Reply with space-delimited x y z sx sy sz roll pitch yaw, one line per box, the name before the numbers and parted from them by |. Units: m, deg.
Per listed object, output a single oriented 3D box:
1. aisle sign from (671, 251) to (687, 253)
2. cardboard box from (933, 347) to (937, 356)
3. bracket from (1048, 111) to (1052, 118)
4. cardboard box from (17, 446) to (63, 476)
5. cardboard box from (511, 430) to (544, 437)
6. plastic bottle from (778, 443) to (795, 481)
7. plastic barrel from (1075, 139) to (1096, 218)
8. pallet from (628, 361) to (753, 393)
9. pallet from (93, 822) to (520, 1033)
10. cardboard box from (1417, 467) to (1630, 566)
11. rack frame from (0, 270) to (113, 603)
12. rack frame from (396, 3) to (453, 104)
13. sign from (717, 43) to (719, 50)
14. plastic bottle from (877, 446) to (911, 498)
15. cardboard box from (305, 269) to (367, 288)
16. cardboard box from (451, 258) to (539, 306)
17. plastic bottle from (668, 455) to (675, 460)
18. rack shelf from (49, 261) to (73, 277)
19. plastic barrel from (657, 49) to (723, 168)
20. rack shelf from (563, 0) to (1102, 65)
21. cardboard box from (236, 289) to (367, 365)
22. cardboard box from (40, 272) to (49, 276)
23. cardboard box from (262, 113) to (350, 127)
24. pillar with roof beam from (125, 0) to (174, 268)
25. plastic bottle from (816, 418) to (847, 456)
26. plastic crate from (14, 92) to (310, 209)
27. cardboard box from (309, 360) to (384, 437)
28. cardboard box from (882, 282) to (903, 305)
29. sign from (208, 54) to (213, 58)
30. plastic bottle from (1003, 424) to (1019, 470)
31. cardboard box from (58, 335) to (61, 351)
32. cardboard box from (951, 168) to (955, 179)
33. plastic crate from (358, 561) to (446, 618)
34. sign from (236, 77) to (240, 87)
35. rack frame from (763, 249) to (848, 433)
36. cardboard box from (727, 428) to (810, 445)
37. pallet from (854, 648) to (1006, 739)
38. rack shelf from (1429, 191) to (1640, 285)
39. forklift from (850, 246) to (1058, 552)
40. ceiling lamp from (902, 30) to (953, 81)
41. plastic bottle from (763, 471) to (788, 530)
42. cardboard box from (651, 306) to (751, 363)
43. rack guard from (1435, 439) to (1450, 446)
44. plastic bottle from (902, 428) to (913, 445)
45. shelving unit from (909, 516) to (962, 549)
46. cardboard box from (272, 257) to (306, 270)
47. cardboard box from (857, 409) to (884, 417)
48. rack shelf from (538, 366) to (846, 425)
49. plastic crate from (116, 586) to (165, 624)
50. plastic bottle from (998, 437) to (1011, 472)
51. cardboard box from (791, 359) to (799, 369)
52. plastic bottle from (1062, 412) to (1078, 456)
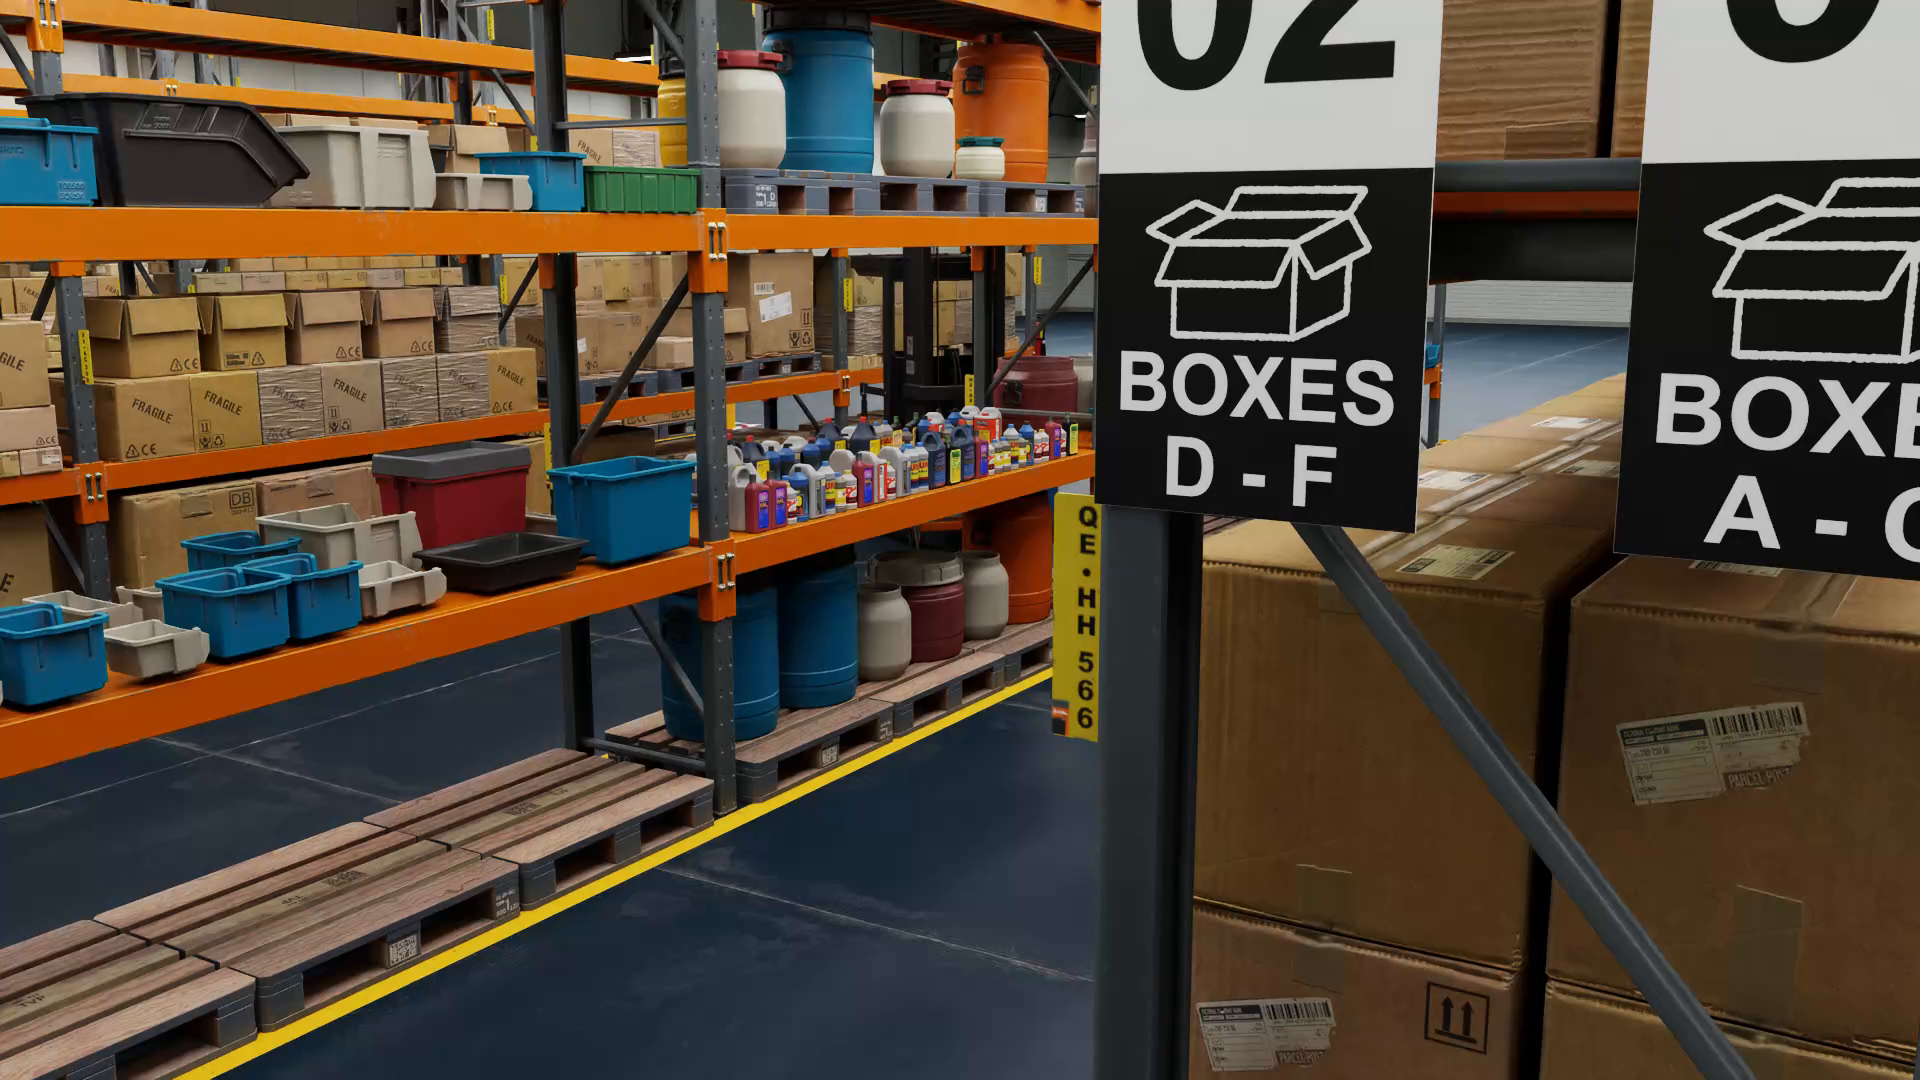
aisle sign | -3.934 -4.387 23.087 0.394 0.787 0.004 6 12 31
cardboard box | -0.468 -2.069 18.454 0.380 0.149 0.250 6 12 31
bracket | 2.721 -13.444 52.446 0.235 0.232 0.430 6 12 31
cardboard box | -5.636 -0.490 10.016 0.380 0.149 0.250 6 12 31
cardboard box | -5.405 -1.695 20.402 0.875 0.875 0.875 7 12 32
plastic bottle | -0.959 -0.398 9.192 0.097 0.271 0.097 0 11 0
plastic barrel | 0.975 -2.397 11.067 0.421 0.512 0.421 0 11 0
pallet | -2.688 -1.543 15.478 1.003 0.211 1.213 6 12 31
pallet | -2.506 1.463 6.479 1.003 0.211 1.213 6 12 31
cardboard box | 0.888 0.167 2.835 0.500 0.500 0.500 7 13 32
rack frame | -5.758 -0.693 10.416 1.000 3.000 0.127 6 12 31
rack frame | -7.997 -6.475 25.002 1.000 3.000 0.127 6 12 31
sign | -3.258 -6.462 22.179 0.100 0.325 0.005 6 12 31
plastic bottle | -0.358 -0.377 9.067 0.152 0.276 0.135 6 12 31
cardboard box | -6.835 -2.663 17.951 0.700 0.500 0.500 6 12 30
cardboard box | -5.570 -3.100 19.932 0.875 0.550 0.550 6 12 31
plastic bottle | -1.515 -0.296 8.613 0.061 0.283 0.133 6 12 31
rack shelf | -6.796 -1.499 8.526 1.077 0.370 4.000 6 12 31
plastic barrel | -1.224 -2.156 8.427 0.600 0.588 0.600 0 11 0
rack shelf | -0.486 -2.932 9.120 1.077 0.370 4.000 6 12 31
cardboard box | -4.758 -1.542 11.956 0.797 0.503 0.637 7 13 33
cardboard box | -13.856 -3.959 25.019 0.380 0.149 0.250 7 12 32
cardboard box | -4.724 -2.730 11.725 0.797 0.503 0.637 6 12 30
pillar with roof beam | -9.694 -6.514 25.210 9.100 9.000 0.548 6 12 31
plastic bottle | -0.755 -0.544 9.758 0.144 0.351 0.185 6 12 31
plastic crate | -2.573 -1.248 5.401 0.504 0.338 0.767 6 12 31
cardboard box | -4.521 -1.030 11.946 0.500 0.500 0.500 7 13 32
cardboard box | -0.895 -2.763 17.677 0.500 0.500 0.500 6 12 31
sign | -9.597 -6.331 21.263 0.100 0.325 0.005 6 12 31
plastic bottle | 0.309 -0.567 10.095 0.097 0.271 0.097 0 11 0
cardboard box | -8.137 -1.796 15.045 0.380 0.149 0.250 6 12 31
cardboard box | -0.116 -4.227 18.707 0.500 0.500 0.500 6 12 31
plastic crate | -2.172 0.183 6.291 0.293 0.136 0.466 6 12 31
sign | -11.785 -7.393 27.150 0.100 0.325 0.005 6 12 31
rack frame | -1.604 -1.951 17.137 1.000 3.000 0.127 6 12 31
cardboard box | -1.942 -0.844 16.822 0.700 0.500 0.500 5 12 26
pallet | -0.456 0.841 9.801 1.003 0.211 1.213 6 12 31
rack shelf | 1.668 -0.552 3.468 1.077 0.370 4.000 6 12 31
forklift | -0.312 -1.540 15.130 1.130 2.935 3.031 -6 12 -29
ceiling lamp | -0.475 -12.019 38.749 2.000 3.185 0.800 6 12 31
plastic bottle | -0.901 -0.200 8.102 0.061 0.283 0.133 6 12 31
cardboard box | -2.426 -1.926 15.585 0.797 0.503 0.637 8 13 36
rack guard | 4.706 -0.861 18.112 1.175 0.500 0.348 6 12 31
plastic bottle | -0.342 -0.604 10.485 0.097 0.201 0.097 0 11 0
shelving unit | -0.139 -0.363 13.546 0.503 1.200 0.258 -3 11 -18
cardboard box | -9.377 -3.711 22.742 0.700 0.500 0.500 6 12 31
cardboard box | -0.817 -1.183 18.691 0.500 0.500 0.500 5 12 26
rack shelf | -2.643 -1.283 15.523 1.077 0.370 4.000 6 12 31
plastic crate | -2.908 0.226 6.065 0.298 0.136 0.250 6 12 31
plastic bottle | 0.259 -0.517 10.019 0.097 0.201 0.097 0 11 0
cardboard box | -1.744 -1.889 17.491 0.380 0.149 0.250 6 12 31
plastic bottle | 0.707 -0.687 10.702 0.061 0.283 0.133 6 12 31
